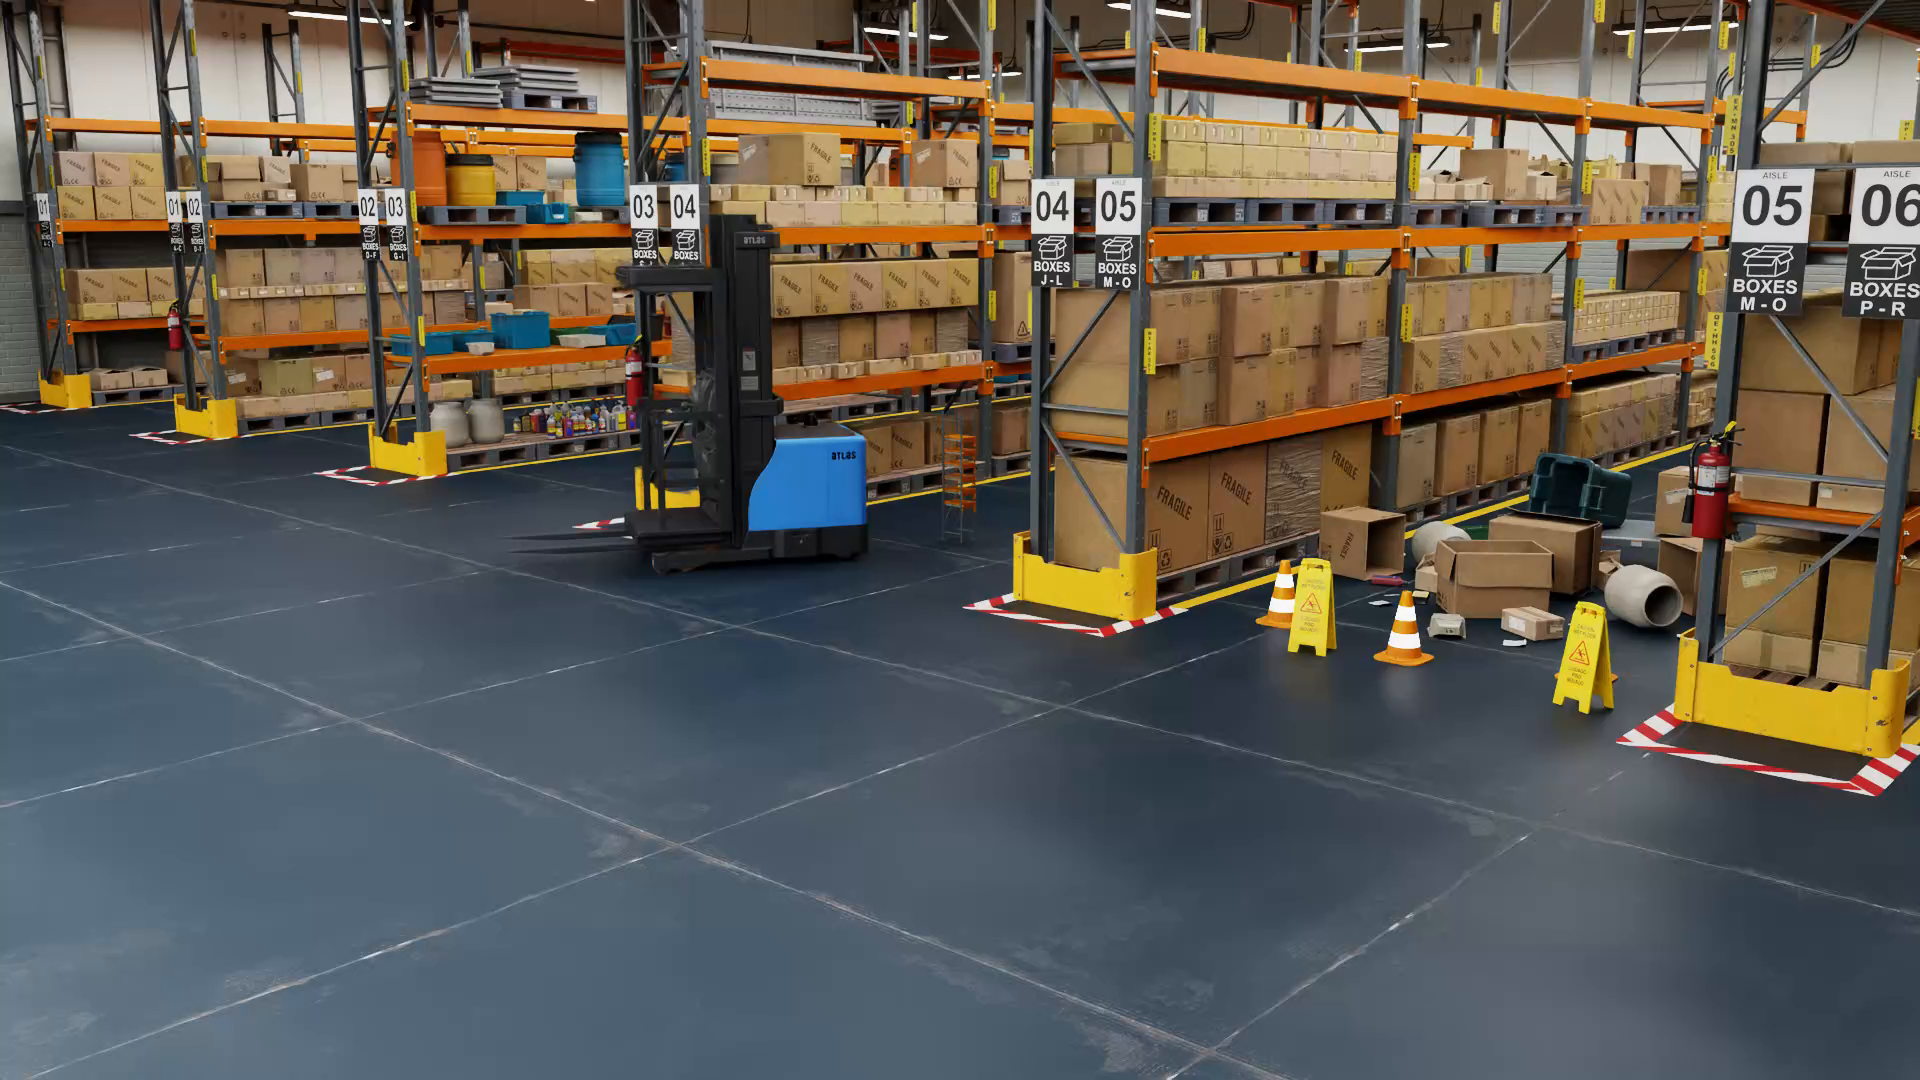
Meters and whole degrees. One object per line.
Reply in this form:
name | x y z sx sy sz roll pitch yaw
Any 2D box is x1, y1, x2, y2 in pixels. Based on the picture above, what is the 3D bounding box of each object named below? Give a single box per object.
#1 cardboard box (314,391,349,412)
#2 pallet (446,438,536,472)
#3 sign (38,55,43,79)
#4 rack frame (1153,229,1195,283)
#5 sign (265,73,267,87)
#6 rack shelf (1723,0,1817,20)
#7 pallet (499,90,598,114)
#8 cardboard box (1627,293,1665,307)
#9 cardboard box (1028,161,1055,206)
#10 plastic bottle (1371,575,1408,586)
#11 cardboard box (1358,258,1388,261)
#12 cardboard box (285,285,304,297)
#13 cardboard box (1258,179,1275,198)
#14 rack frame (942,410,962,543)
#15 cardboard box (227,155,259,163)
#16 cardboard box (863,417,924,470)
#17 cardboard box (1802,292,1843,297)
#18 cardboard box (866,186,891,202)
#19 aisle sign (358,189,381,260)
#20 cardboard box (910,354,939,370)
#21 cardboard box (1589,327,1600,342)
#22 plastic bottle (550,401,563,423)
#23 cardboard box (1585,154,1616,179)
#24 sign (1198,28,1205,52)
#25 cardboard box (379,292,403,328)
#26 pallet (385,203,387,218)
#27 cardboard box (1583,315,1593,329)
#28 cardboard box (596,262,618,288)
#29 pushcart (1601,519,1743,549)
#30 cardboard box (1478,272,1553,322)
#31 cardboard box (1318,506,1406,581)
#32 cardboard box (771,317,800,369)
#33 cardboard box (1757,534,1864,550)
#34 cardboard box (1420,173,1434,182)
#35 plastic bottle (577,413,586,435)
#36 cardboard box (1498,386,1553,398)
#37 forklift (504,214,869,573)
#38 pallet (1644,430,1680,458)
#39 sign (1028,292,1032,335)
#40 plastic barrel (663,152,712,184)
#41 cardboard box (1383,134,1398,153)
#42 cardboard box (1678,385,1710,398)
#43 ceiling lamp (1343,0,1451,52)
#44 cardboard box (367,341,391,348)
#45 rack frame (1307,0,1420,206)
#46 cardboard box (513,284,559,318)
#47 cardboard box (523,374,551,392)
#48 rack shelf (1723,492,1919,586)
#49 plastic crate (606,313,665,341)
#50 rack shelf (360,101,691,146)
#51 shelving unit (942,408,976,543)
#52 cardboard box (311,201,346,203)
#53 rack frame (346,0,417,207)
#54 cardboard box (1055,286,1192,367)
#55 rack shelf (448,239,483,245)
cardboard box | -8.962 -1.965 23.376 0.500 0.250 0.500 10 15 40
pallet | -5.867 -1.037 19.904 1.003 0.211 1.213 10 15 40
sign | -13.456 -6.918 24.324 0.100 0.325 0.005 10 15 40
rack frame | 2.579 -2.805 21.636 1.000 3.000 0.127 10 15 40
sign | -11.644 -7.686 27.969 0.100 0.325 0.005 10 15 40
rack shelf | 10.199 -7.251 21.928 1.077 0.370 4.000 10 15 40
pallet | -5.110 -5.205 19.838 1.003 0.211 1.213 10 15 40
cardboard box | 8.412 -2.950 20.413 0.380 0.149 0.250 9 15 39
cardboard box | 0.945 -4.139 19.321 0.797 0.503 0.637 11 15 43
plastic bottle | 3.479 0.329 13.445 0.283 0.061 0.133 4 12 21
cardboard box | 6.673 -4.236 26.508 0.500 0.500 0.500 9 15 39
cardboard box | -9.213 -3.419 22.798 0.380 0.149 0.250 9 15 39
cardboard box | 2.258 -2.769 13.112 0.380 0.149 0.250 10 15 40
rack frame | -0.070 -0.573 15.054 0.240 1.200 0.006 10 15 40
cardboard box | -11.706 -5.967 26.948 0.500 0.500 0.500 11 16 43
cardboard box | -0.728 -1.058 18.198 0.500 0.500 0.500 -7 13 -30
cardboard box | 5.515 -1.297 10.519 0.700 0.500 0.500 10 15 40
cardboard box | -0.925 -3.530 16.971 0.380 0.149 0.250 11 16 43
aisle sign | -6.693 -3.571 18.834 0.394 0.787 0.004 10 15 40
cardboard box | -0.446 -1.908 17.786 0.380 0.149 0.250 10 15 40
cardboard box | 7.040 -2.351 18.930 0.380 0.149 0.250 11 16 43
plastic bottle | -5.154 -1.591 21.197 0.144 0.351 0.185 11 15 43
cardboard box | 7.053 -4.144 18.471 0.396 0.266 0.258 10 15 40
sign | 2.993 -6.175 20.605 0.100 0.325 0.005 10 15 40
cardboard box | -8.465 -3.329 24.004 0.700 0.500 0.500 10 15 41
pallet | -8.043 -4.797 24.175 1.003 0.211 1.213 10 15 40
cardboard box | 6.886 -2.463 18.732 0.380 0.149 0.250 11 16 43
cardboard box | -7.051 -5.196 32.540 0.500 0.500 0.500 10 15 42
pushcart | 5.637 0.063 13.970 1.648 0.377 0.936 4 12 21
cardboard box | 5.935 -2.624 17.919 0.700 0.500 0.500 10 15 40
cardboard box | 3.344 0.025 13.841 0.500 0.500 0.500 -9 14 -38
cardboard box | -2.078 -1.989 16.537 0.875 0.500 0.500 10 15 40
cardboard box | 5.418 0.199 10.628 0.500 0.500 0.500 11 15 42
cardboard box | 4.248 -3.423 16.126 0.500 0.250 0.500 10 15 40
plastic bottle | -4.699 -1.438 20.633 0.097 0.271 0.097 0 11 0
cardboard box | 6.493 -1.631 19.154 0.500 0.250 0.500 9 15 39
forklift | -2.368 -1.276 14.155 3.031 2.935 1.130 -4 12 -17
pallet | 8.366 -1.255 20.996 1.003 0.211 1.213 10 15 40
sign | 0.559 -1.728 12.683 0.100 0.325 0.005 10 15 40
plastic barrel | -3.609 -4.677 22.068 0.600 0.901 0.708 10 15 40
cardboard box | 3.596 -3.459 14.530 0.380 0.149 0.250 10 15 40
cardboard box | 9.773 -1.979 22.186 0.380 0.149 0.250 9 15 39
ceiling lamp | 7.803 -10.496 29.923 2.000 3.185 0.800 10 15 40
cardboard box | -10.447 -3.321 29.476 0.700 0.500 0.500 9 15 39
rack frame | 3.598 -4.502 14.817 1.000 3.000 0.127 10 15 40
cardboard box | -6.633 -3.735 26.038 0.500 0.500 0.500 -11 16 -43
cardboard box | -6.709 -2.458 25.845 0.500 0.250 0.500 10 15 42
rack shelf | 6.063 -0.288 10.872 1.077 0.370 4.000 10 15 40
plastic crate | -4.223 -2.766 21.598 0.767 0.338 0.504 10 15 40
rack shelf | -5.102 -4.956 19.944 1.077 0.370 4.000 10 15 40
shelving unit | -0.010 -0.586 15.122 0.258 1.200 0.189 10 15 40
cardboard box | -10.802 -5.934 28.315 0.500 0.500 0.500 -9 15 -39
rack frame | -6.422 -5.210 18.361 1.000 3.000 0.127 10 15 40
cardboard box | 1.232 -1.625 12.586 0.875 0.550 0.550 10 15 40
rack shelf | -6.180 -4.910 26.355 1.077 0.370 4.000 10 15 40
